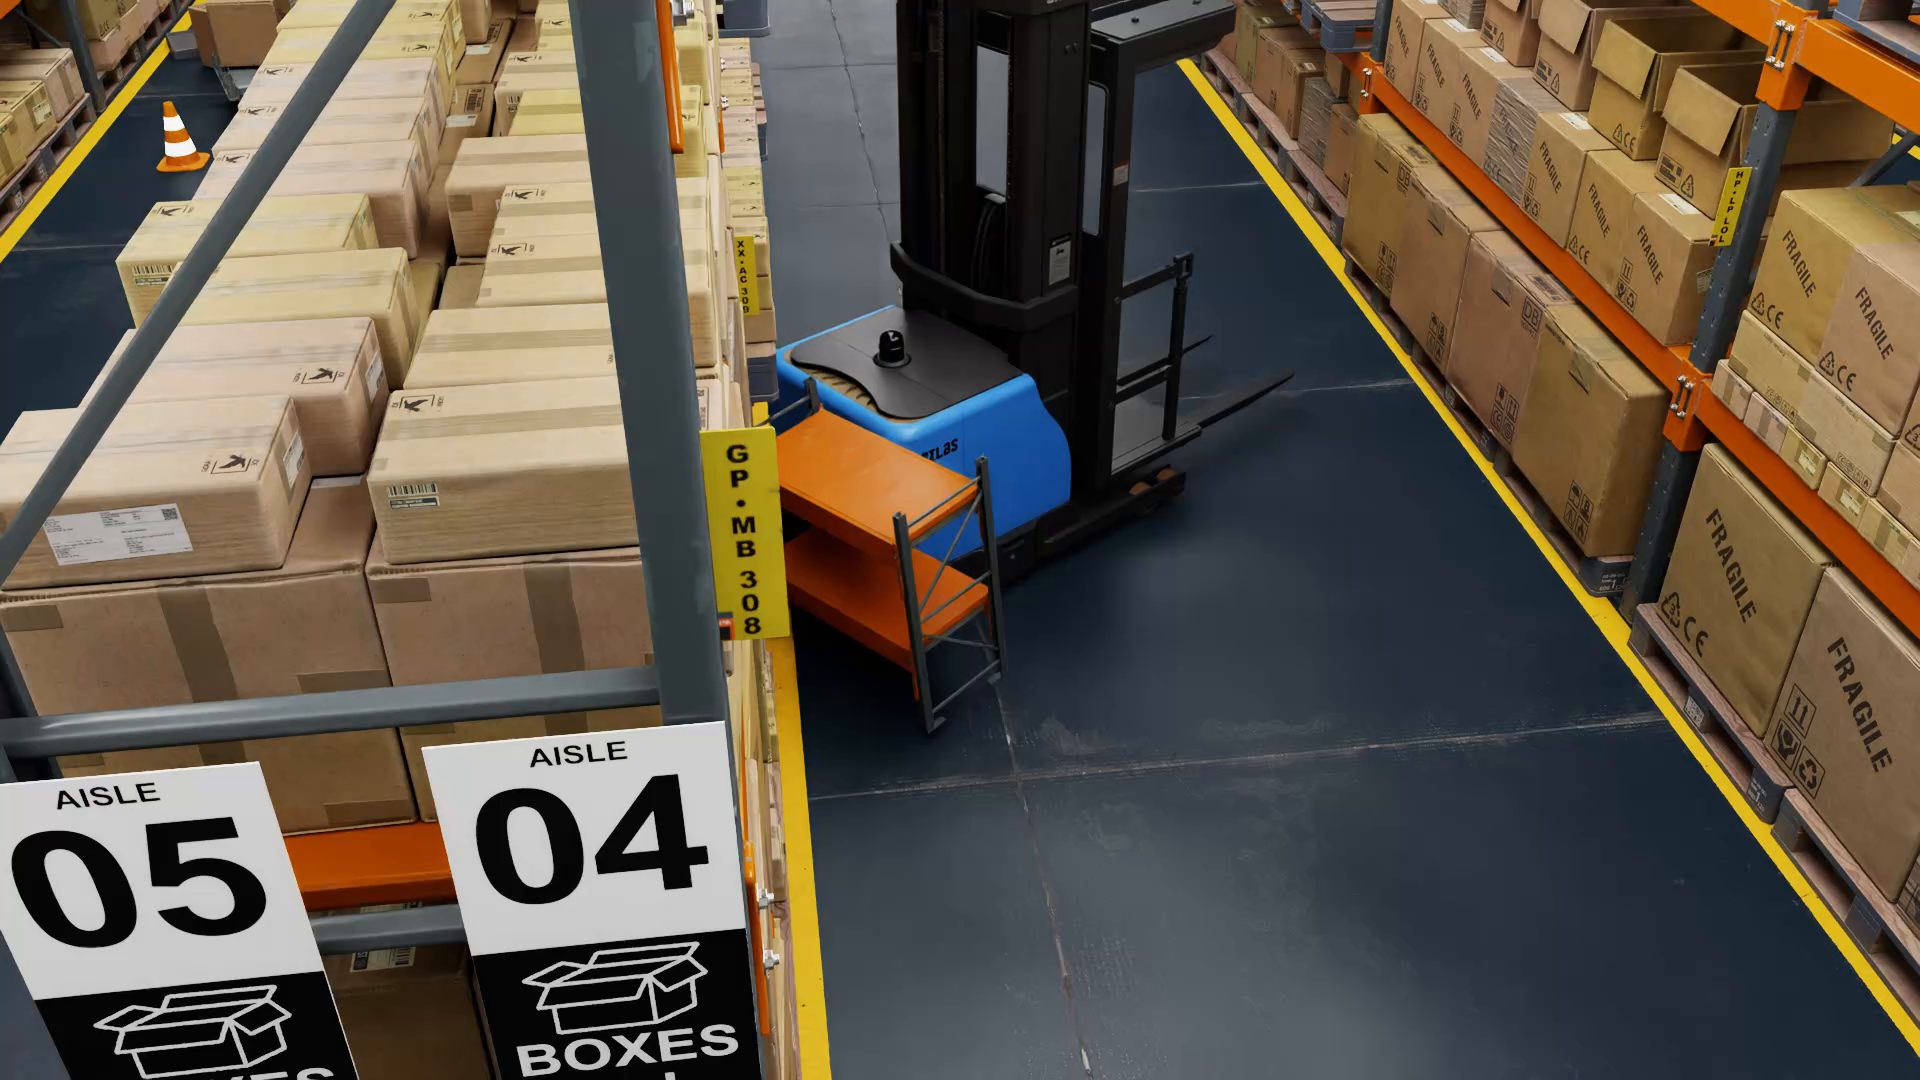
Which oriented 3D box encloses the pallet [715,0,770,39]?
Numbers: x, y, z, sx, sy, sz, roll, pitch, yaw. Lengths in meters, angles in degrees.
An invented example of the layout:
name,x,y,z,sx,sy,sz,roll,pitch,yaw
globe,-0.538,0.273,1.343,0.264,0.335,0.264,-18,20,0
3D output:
name,x,y,z,sx,sy,sz,roll,pitch,yaw
pallet,-1.332,-2.107,6.181,1.213,0.211,1.003,-4,35,-6

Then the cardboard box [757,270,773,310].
name,x,y,z,sx,sy,sz,roll,pitch,yaw
cardboard box,-0.952,-1.040,6.698,0.380,0.149,0.250,-4,34,-6

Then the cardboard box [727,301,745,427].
name,x,y,z,sx,sy,sz,roll,pitch,yaw
cardboard box,-0.894,-0.353,4.864,0.500,0.500,0.500,-4,34,-5

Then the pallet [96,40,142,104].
name,x,y,z,sx,sy,sz,roll,pitch,yaw
pallet,-7.448,-3.845,13.705,1.003,0.211,1.213,-4,35,-6

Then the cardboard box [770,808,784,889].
name,x,y,z,sx,sy,sz,roll,pitch,yaw
cardboard box,-0.801,1.067,5.651,0.380,0.149,0.250,-6,35,-8

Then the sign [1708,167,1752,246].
name,x,y,z,sx,sy,sz,roll,pitch,yaw
sign,3.037,-1.311,6.552,0.100,0.325,0.005,-4,35,-6

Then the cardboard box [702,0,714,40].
name,x,y,z,sx,sy,sz,roll,pitch,yaw
cardboard box,-1.041,-1.738,5.163,0.500,0.250,0.500,-6,35,-9

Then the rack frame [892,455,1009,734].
name,x,y,z,sx,sy,sz,roll,pitch,yaw
rack frame,-0.023,0.239,6.757,0.032,1.125,0.500,27,48,36

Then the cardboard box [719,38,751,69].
name,x,y,z,sx,sy,sz,roll,pitch,yaw
cardboard box,-1.266,-2.466,8.527,0.380,0.149,0.250,-3,34,-5

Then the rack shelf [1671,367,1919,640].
name,x,y,z,sx,sy,sz,roll,pitch,yaw
rack shelf,3.843,0.502,5.489,1.077,0.370,4.000,-4,35,-6

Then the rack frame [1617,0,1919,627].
name,x,y,z,sx,sy,sz,roll,pitch,yaw
rack frame,3.574,-0.912,6.924,1.000,3.000,0.127,-4,35,-6

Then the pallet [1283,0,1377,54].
name,x,y,z,sx,sy,sz,roll,pitch,yaw
pallet,2.834,-3.454,10.825,1.213,0.211,1.003,-4,35,-6

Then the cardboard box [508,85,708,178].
name,x,y,z,sx,sy,sz,roll,pitch,yaw
cardboard box,-0.728,-0.834,3.481,0.380,0.149,0.250,-3,34,-5

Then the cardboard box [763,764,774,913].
name,x,y,z,sx,sy,sz,roll,pitch,yaw
cardboard box,-0.754,0.633,4.305,0.500,0.500,0.500,-4,34,-6

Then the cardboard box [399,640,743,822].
name,x,y,z,sx,sy,sz,roll,pitch,yaw
cardboard box,-0.624,0.192,2.774,0.500,0.250,0.500,-3,34,-5

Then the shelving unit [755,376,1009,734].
name,x,y,z,sx,sy,sz,roll,pitch,yaw
shelving unit,-0.388,0.053,7.058,1.048,1.125,0.538,27,48,36

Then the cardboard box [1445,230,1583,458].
name,x,y,z,sx,sy,sz,roll,pitch,yaw
cardboard box,3.347,-1.061,8.658,1.225,0.875,0.875,-6,35,-8

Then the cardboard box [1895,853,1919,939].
name,x,y,z,sx,sy,sz,roll,pitch,yaw
cardboard box,3.824,1.166,5.389,0.875,0.875,0.875,-4,35,-6

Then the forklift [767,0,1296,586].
name,x,y,z,sx,sy,sz,roll,pitch,yaw
forklift,0.521,-1.531,7.894,3.031,2.935,1.130,-27,43,-34

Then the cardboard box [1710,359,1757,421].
name,x,y,z,sx,sy,sz,roll,pitch,yaw
cardboard box,3.284,-0.618,6.716,0.380,0.149,0.250,-4,35,-6

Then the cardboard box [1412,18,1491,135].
name,x,y,z,sx,sy,sz,roll,pitch,yaw
cardboard box,2.903,-2.606,9.321,0.500,0.500,0.500,-5,35,-8

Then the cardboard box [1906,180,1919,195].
name,x,y,z,sx,sy,sz,roll,pitch,yaw
cardboard box,3.900,-1.046,6.325,0.500,0.500,0.500,-3,34,-5

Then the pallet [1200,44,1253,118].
name,x,y,z,sx,sy,sz,roll,pitch,yaw
pallet,2.604,-3.789,13.623,1.003,0.211,1.213,-4,35,-6

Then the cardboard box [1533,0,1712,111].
name,x,y,z,sx,sy,sz,roll,pitch,yaw
cardboard box,3.300,-2.453,8.206,0.797,0.503,0.637,-3,34,-5

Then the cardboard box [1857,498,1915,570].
name,x,y,z,sx,sy,sz,roll,pitch,yaw
cardboard box,3.427,-0.035,5.860,0.380,0.149,0.250,-5,35,-7

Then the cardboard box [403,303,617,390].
name,x,y,z,sx,sy,sz,roll,pitch,yaw
cardboard box,-0.651,-0.251,2.626,0.380,0.149,0.250,-3,34,-4

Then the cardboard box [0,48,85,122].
name,x,y,z,sx,sy,sz,roll,pitch,yaw
cardboard box,-7.249,-3.421,12.566,0.950,0.372,0.625,-4,34,-6

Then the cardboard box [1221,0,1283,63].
name,x,y,z,sx,sy,sz,roll,pitch,yaw
cardboard box,2.559,-4.181,13.550,0.700,0.500,0.500,-7,35,-10

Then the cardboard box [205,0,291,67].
name,x,y,z,sx,sy,sz,roll,pitch,yaw
cardboard box,-5.562,-4.057,13.087,0.500,0.500,0.500,-4,35,-6

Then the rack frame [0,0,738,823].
name,x,y,z,sx,sy,sz,roll,pitch,yaw
rack frame,-0.817,-0.839,1.491,1.000,3.000,0.127,-4,35,-6

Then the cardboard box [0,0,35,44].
name,x,y,z,sx,sy,sz,roll,pitch,yaw
cardboard box,-7.668,-4.282,13.273,0.500,0.500,0.500,-5,35,-7

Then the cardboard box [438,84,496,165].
name,x,y,z,sx,sy,sz,roll,pitch,yaw
cardboard box,-1.324,-0.836,3.839,0.500,0.250,0.500,-6,35,-8

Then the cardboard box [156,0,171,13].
name,x,y,z,sx,sy,sz,roll,pitch,yaw
cardboard box,-7.347,-4.883,14.820,0.500,0.250,0.500,-6,35,-8

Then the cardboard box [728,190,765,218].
name,x,y,z,sx,sy,sz,roll,pitch,yaw
cardboard box,-0.996,-1.318,6.842,0.380,0.149,0.250,-3,34,-5

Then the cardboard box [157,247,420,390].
name,x,y,z,sx,sy,sz,roll,pitch,yaw
cardboard box,-1.124,-0.361,2.787,0.380,0.149,0.250,-5,35,-8

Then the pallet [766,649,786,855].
name,x,y,z,sx,sy,sz,roll,pitch,yaw
pallet,-1.229,0.932,6.695,1.003,0.211,1.213,-4,35,-6

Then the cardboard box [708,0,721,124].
name,x,y,z,sx,sy,sz,roll,pitch,yaw
cardboard box,-1.021,-1.517,5.281,0.500,0.250,0.500,-4,34,-5

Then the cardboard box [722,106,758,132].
name,x,y,z,sx,sy,sz,roll,pitch,yaw
cardboard box,-1.127,-1.884,7.673,0.380,0.149,0.250,-3,34,-5

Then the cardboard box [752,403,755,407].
name,x,y,z,sx,sy,sz,roll,pitch,yaw
cardboard box,-1.392,-1.034,8.950,0.500,0.500,0.500,-6,35,-9

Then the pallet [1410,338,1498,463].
name,x,y,z,sx,sy,sz,roll,pitch,yaw
pallet,3.228,-0.867,9.334,1.003,0.211,1.213,-4,35,-6

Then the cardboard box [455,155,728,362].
name,x,y,z,sx,sy,sz,roll,pitch,yaw
cardboard box,-0.746,-0.583,3.468,0.500,0.250,0.500,-4,34,-6

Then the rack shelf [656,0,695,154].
name,x,y,z,sx,sy,sz,roll,pitch,yaw
rack shelf,-1.086,-1.657,3.332,1.077,0.370,4.000,-4,35,-6

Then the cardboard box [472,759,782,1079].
name,x,y,z,sx,sy,sz,roll,pitch,yaw
cardboard box,-0.614,0.792,3.184,0.500,0.500,0.500,-5,35,-7

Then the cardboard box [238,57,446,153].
name,x,y,z,sx,sy,sz,roll,pitch,yaw
cardboard box,-1.338,-0.933,3.627,0.380,0.149,0.250,-5,35,-8

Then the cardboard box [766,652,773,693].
name,x,y,z,sx,sy,sz,roll,pitch,yaw
cardboard box,-0.965,0.605,6.857,0.380,0.149,0.250,-4,34,-6

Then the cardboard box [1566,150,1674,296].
name,x,y,z,sx,sy,sz,roll,pitch,yaw
cardboard box,3.180,-1.470,7.655,0.500,0.500,0.500,-3,34,-5

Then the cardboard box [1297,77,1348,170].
name,x,y,z,sx,sy,sz,roll,pitch,yaw
cardboard box,2.838,-2.974,11.779,0.700,0.500,0.500,-7,35,-10
